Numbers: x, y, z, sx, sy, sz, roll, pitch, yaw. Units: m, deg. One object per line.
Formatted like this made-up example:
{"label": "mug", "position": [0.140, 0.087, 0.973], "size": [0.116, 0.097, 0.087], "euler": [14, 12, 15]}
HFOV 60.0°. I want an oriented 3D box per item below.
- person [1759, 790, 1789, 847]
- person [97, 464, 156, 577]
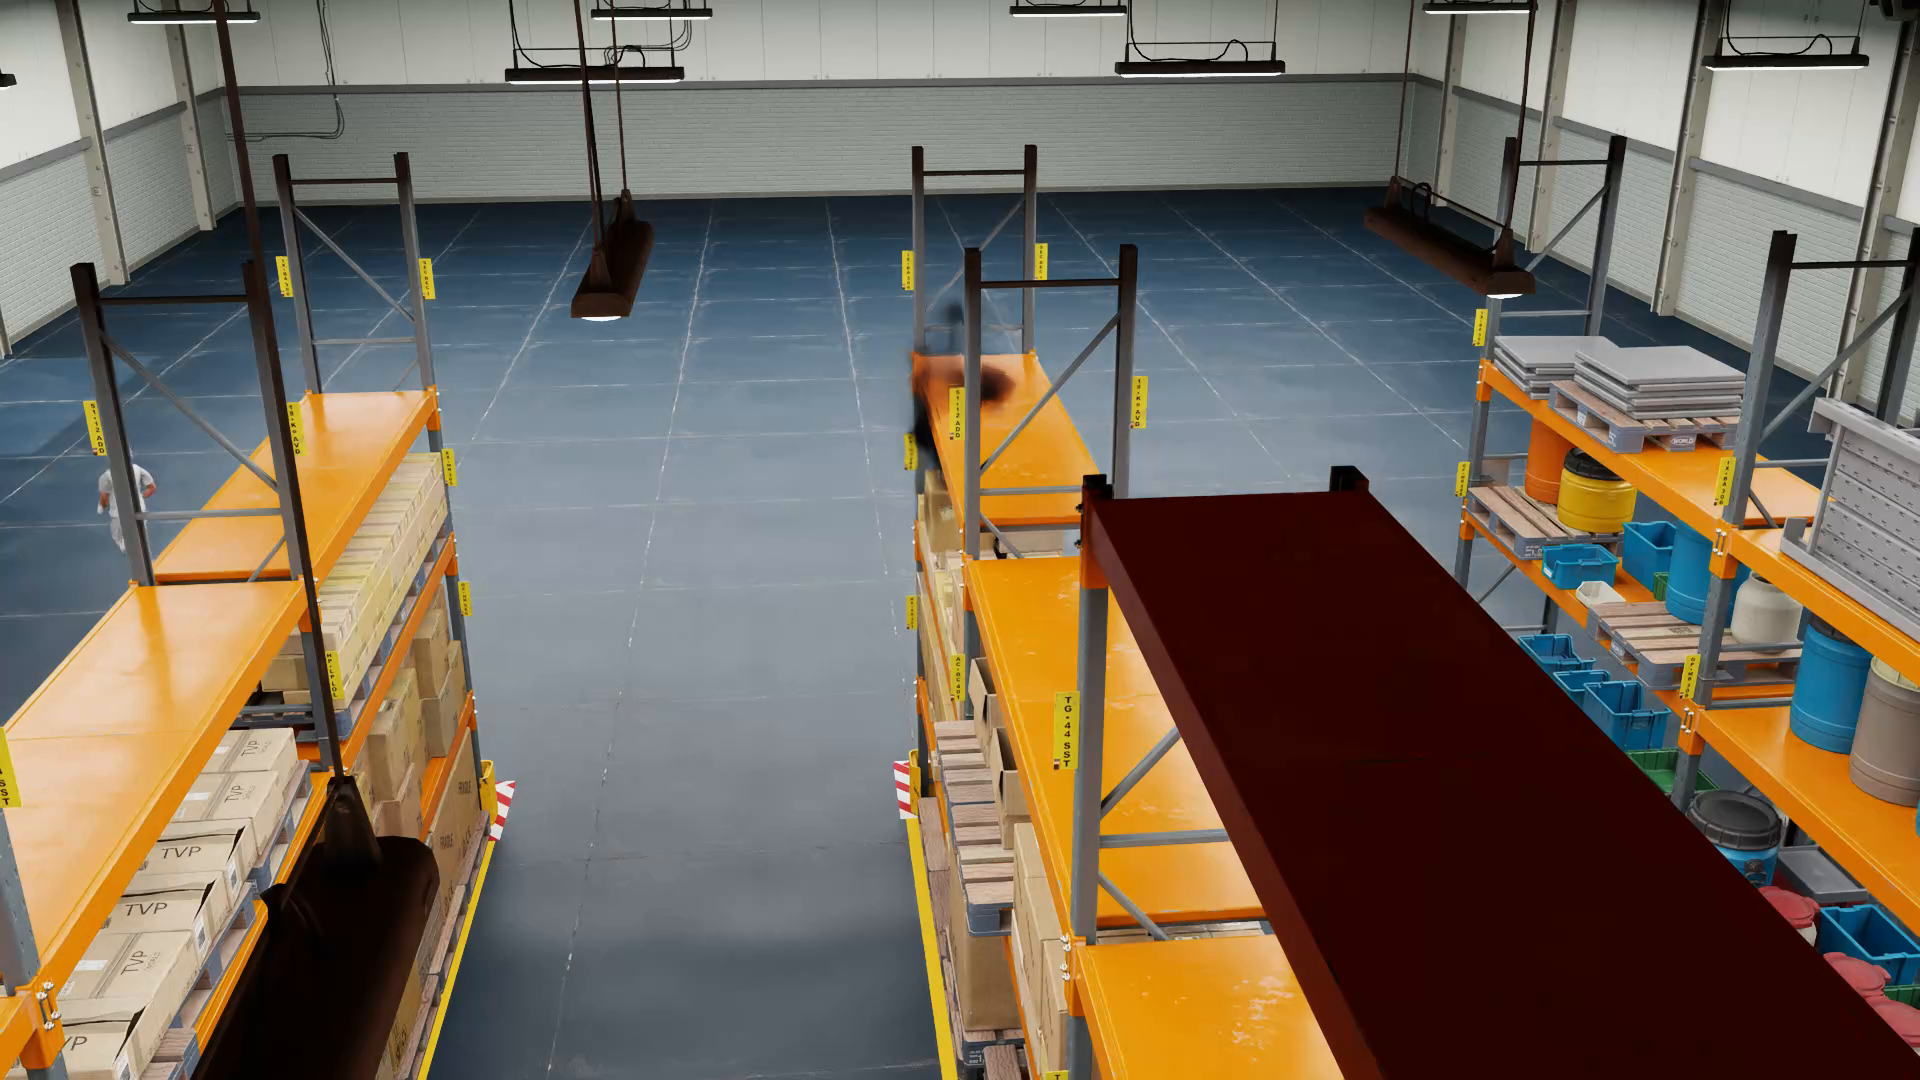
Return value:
{"label": "person", "position": [6.776, 2.264, 13.513], "size": [0.696, 1.763, 0.941], "euler": [-3, 22, -8]}
{"label": "person", "position": [-10.031, -0.319, 20.107], "size": [0.615, 1.745, 0.656], "euler": [19, 29, 40]}
